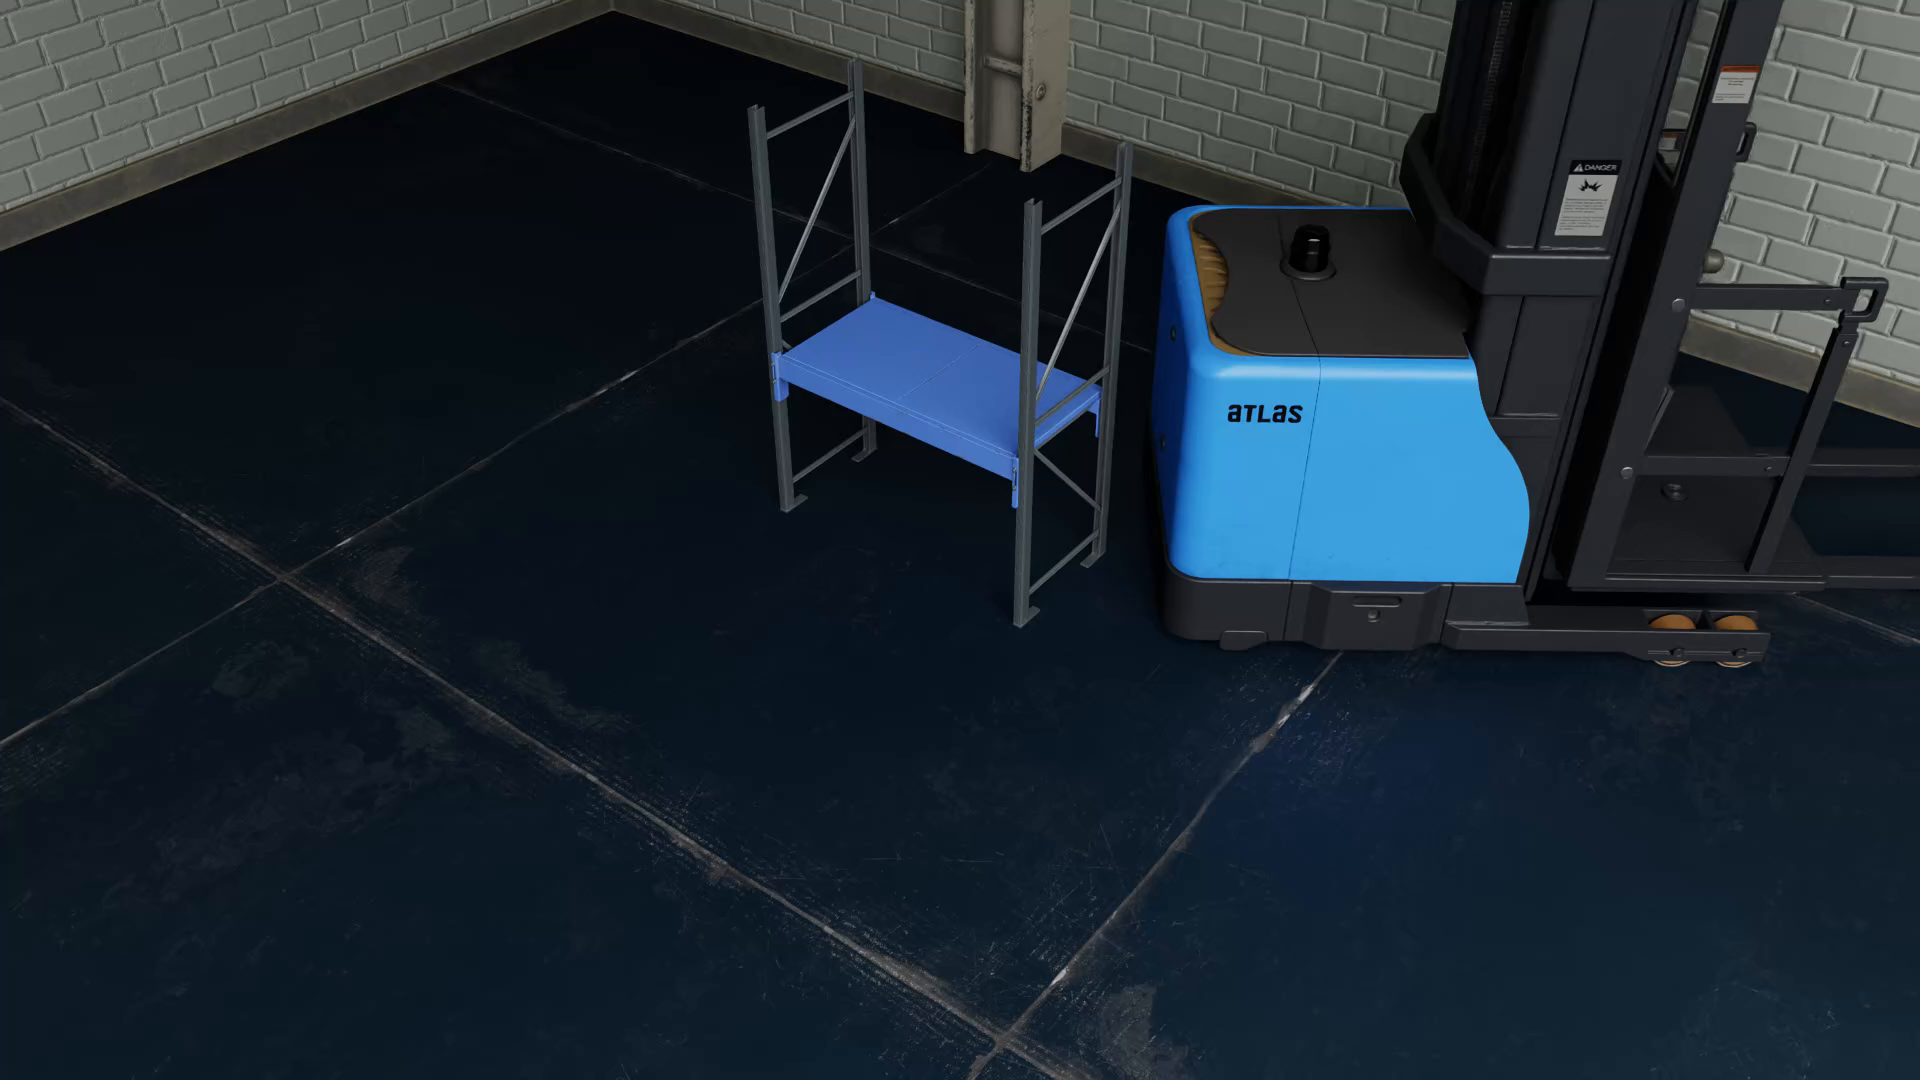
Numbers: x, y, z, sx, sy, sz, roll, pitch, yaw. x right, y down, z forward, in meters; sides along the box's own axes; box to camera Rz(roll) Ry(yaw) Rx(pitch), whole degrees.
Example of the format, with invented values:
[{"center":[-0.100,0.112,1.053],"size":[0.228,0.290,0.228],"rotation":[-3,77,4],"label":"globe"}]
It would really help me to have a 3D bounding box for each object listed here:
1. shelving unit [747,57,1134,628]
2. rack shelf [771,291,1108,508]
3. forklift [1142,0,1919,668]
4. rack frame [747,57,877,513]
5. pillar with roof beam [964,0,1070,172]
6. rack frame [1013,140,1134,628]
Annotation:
[{"center":[-0.068,-0.622,5.328],"size":[1.048,1.500,0.538],"rotation":[25,45,29],"label":"shelving unit"},{"center":[-0.068,-0.481,5.439],"size":[1.000,0.185,0.538],"rotation":[25,45,29],"label":"rack shelf"},{"center":[2.161,-1.086,4.760],"size":[3.031,2.935,1.130],"rotation":[1,38,1],"label":"forklift"},{"center":[-0.472,-0.813,5.572],"size":[0.032,1.500,0.500],"rotation":[25,45,29],"label":"rack frame"},{"center":[-2.350,-3.354,2.734],"size":[0.400,9.000,9.100],"rotation":[25,45,29],"label":"pillar with roof beam"},{"center":[0.336,-0.432,5.085],"size":[0.032,1.500,0.500],"rotation":[25,45,29],"label":"rack frame"}]
